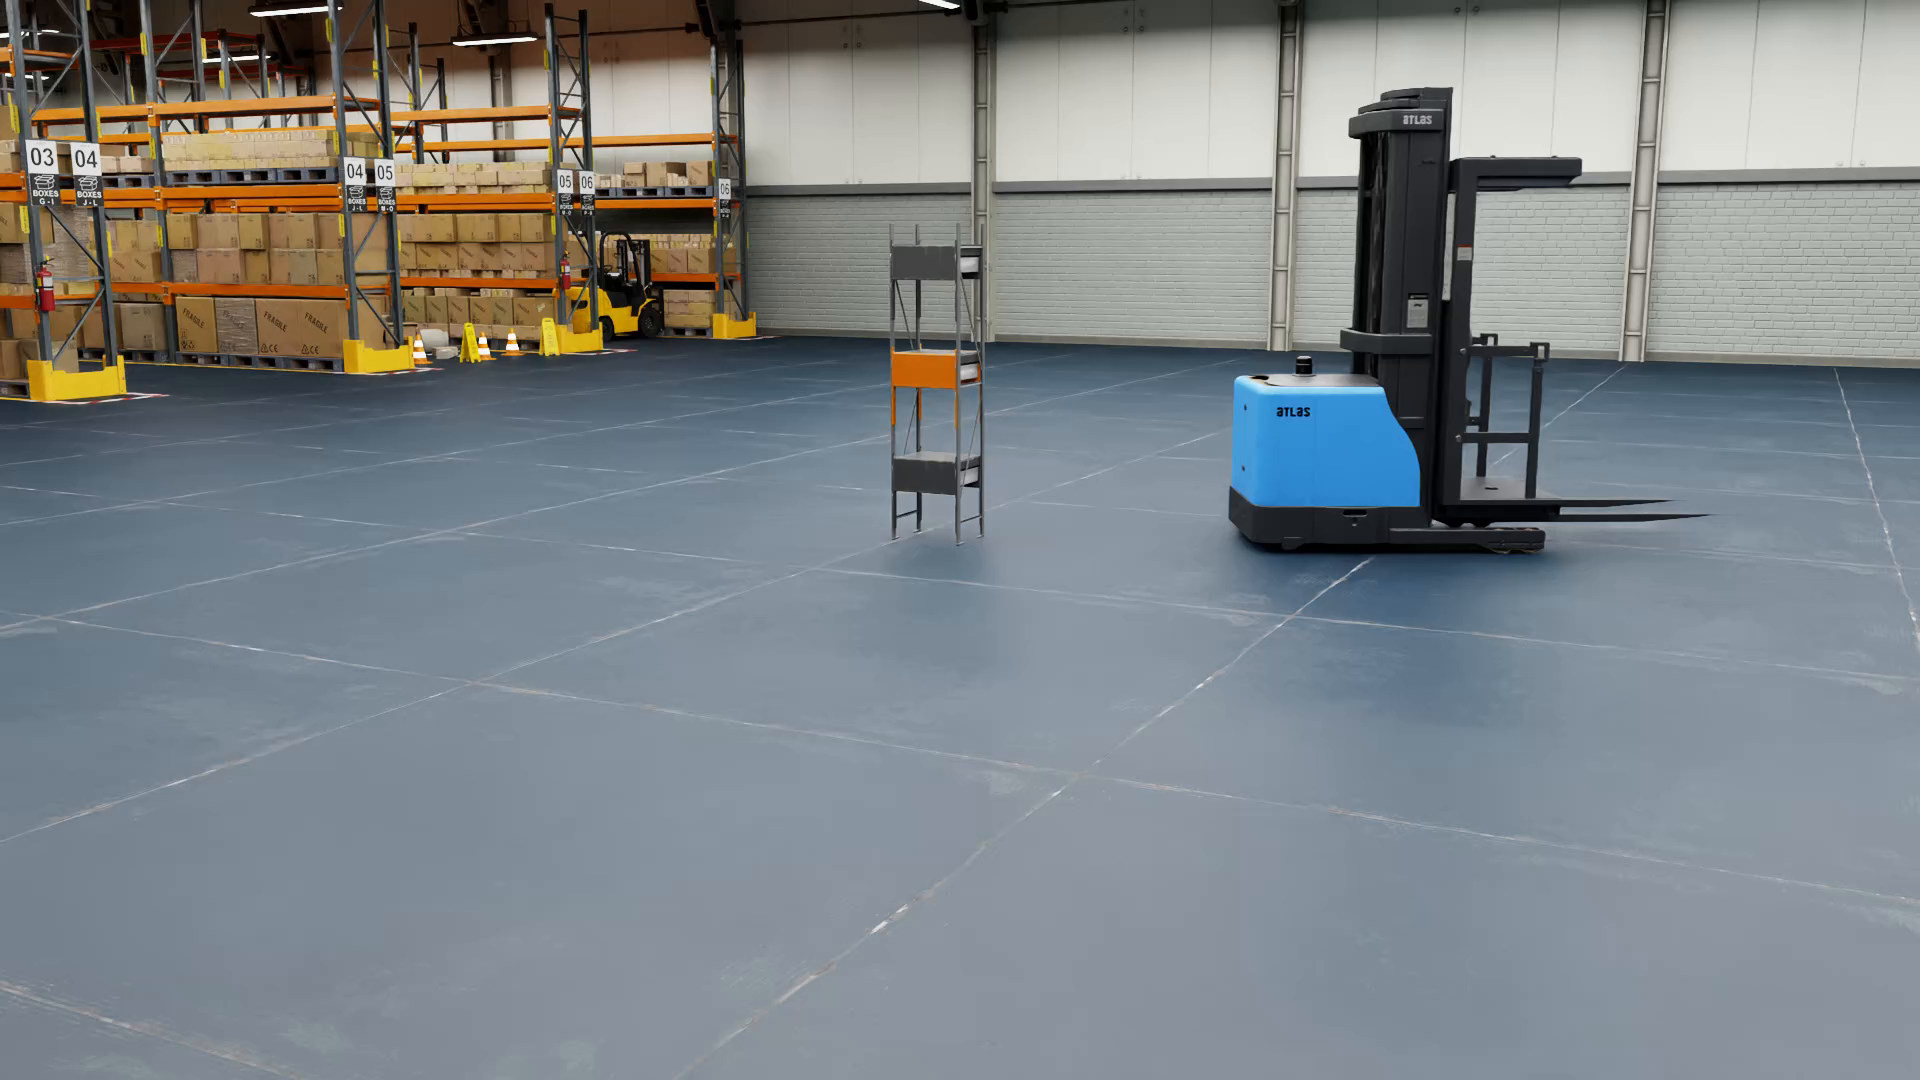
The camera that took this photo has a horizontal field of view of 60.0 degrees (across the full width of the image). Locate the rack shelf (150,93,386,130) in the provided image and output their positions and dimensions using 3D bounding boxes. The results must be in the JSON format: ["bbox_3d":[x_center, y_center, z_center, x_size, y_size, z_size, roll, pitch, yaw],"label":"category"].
[{"bbox_3d":[-10.780,-6.657,25.888,4.000,0.370,1.077,5,11,26],"label":"rack shelf"}]

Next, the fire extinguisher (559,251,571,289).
[{"bbox_3d":[-6.988,-4.776,29.414,0.183,0.674,0.296,5,11,26],"label":"fire extinguisher"}]

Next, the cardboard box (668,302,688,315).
[{"bbox_3d":[-5.714,-4.819,34.573,0.500,0.250,0.500,5,11,25],"label":"cardboard box"}]

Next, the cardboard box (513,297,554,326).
[{"bbox_3d":[-7.721,-4.141,30.123,0.500,0.500,0.500,5,11,26],"label":"cardboard box"}]

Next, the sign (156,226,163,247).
[{"bbox_3d":[-12.805,-4.857,26.614,0.005,0.325,0.100,5,11,26],"label":"sign"}]

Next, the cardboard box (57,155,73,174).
[{"bbox_3d":[-11.590,-4.796,21.303,0.500,0.250,0.500,5,12,28],"label":"cardboard box"}]

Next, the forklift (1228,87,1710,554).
[{"bbox_3d":[3.397,-1.445,10.986,3.031,2.935,1.130,0,10,-1],"label":"forklift"}]

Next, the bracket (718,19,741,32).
[{"bbox_3d":[-4.705,-10.523,33.996,0.430,0.232,0.235,5,11,26],"label":"bracket"}]

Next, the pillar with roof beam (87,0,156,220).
[{"bbox_3d":[-22.967,-9.572,38.848,0.548,9.000,9.100,5,11,26],"label":"pillar with roof beam"}]

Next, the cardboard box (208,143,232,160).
[{"bbox_3d":[-11.353,-6.055,25.969,0.500,0.250,0.500,5,11,25],"label":"cardboard box"}]

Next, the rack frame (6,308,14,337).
[{"bbox_3d":[-16.161,-4.729,28.935,0.127,3.000,1.000,5,11,26],"label":"rack frame"}]

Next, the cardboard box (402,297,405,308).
[{"bbox_3d":[-12.343,-5.296,37.909,0.500,0.500,0.500,5,12,27],"label":"cardboard box"}]

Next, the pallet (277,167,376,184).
[{"bbox_3d":[-9.657,-5.587,25.506,1.213,0.211,1.003,5,11,26],"label":"pallet"}]

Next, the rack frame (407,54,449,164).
[{"bbox_3d":[-11.868,-9.272,37.195,0.127,3.000,1.000,5,11,26],"label":"rack frame"}]

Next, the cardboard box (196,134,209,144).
[{"bbox_3d":[-11.714,-6.271,26.042,0.250,0.149,0.380,5,11,25],"label":"cardboard box"}]

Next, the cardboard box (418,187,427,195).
[{"bbox_3d":[-9.822,-6.469,30.835,0.250,0.149,0.380,5,11,26],"label":"cardboard box"}]

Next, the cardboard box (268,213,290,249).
[{"bbox_3d":[-10.278,-4.833,26.060,0.550,0.550,0.875,5,11,26],"label":"cardboard box"}]

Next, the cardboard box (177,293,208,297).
[{"bbox_3d":[-15.442,-4.827,34.265,0.875,0.875,0.875,5,11,27],"label":"cardboard box"}]

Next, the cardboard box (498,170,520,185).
[{"bbox_3d":[-7.910,-6.485,29.801,0.500,0.250,0.500,5,11,25],"label":"cardboard box"}]

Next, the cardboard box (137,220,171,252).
[{"bbox_3d":[-13.022,-4.993,27.307,0.500,0.500,0.700,5,11,25],"label":"cardboard box"}]

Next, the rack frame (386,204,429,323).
[{"bbox_3d":[-10.474,-5.212,31.606,0.127,3.000,1.000,5,11,26],"label":"rack frame"}]

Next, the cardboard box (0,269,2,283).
[{"bbox_3d":[-12.254,-3.578,21.459,0.500,0.500,0.875,5,11,26],"label":"cardboard box"}]

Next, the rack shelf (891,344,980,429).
[{"bbox_3d":[-0.148,-1.033,11.118,0.480,0.518,0.431,5,11,26],"label":"rack shelf"}]

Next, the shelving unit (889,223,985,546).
[{"bbox_3d":[-0.148,-1.046,11.115,0.503,2.100,0.431,5,11,26],"label":"shelving unit"}]

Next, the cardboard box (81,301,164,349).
[{"bbox_3d":[-14.034,-3.624,27.971,0.750,0.750,1.050,5,11,26],"label":"cardboard box"}]

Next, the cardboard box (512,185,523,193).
[{"bbox_3d":[-7.792,-6.273,29.753,0.250,0.149,0.380,5,12,28],"label":"cardboard box"}]

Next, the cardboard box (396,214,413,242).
[{"bbox_3d":[-10.176,-5.830,31.098,0.500,0.500,0.700,5,11,25],"label":"cardboard box"}]

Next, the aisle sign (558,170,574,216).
[{"bbox_3d":[-6.960,-6.125,29.350,0.004,0.787,0.394,5,11,26],"label":"aisle sign"}]

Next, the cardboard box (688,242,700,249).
[{"bbox_3d":[-5.371,-6.056,34.168,0.250,0.149,0.380,5,12,27],"label":"cardboard box"}]

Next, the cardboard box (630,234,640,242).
[{"bbox_3d":[-6.705,-6.342,34.910,0.250,0.149,0.380,5,11,26],"label":"cardboard box"}]

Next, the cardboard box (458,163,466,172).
[{"bbox_3d":[-8.905,-6.771,30.261,0.250,0.149,0.380,5,12,27],"label":"cardboard box"}]

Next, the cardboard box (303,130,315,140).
[{"bbox_3d":[-9.662,-6.091,25.047,0.250,0.149,0.380,5,11,26],"label":"cardboard box"}]

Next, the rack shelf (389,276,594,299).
[{"bbox_3d":[-8.681,-4.700,30.799,4.000,0.370,1.077,5,11,26],"label":"rack shelf"}]

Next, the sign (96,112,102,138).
[{"bbox_3d":[-11.032,-5.307,21.253,0.005,0.325,0.100,5,11,26],"label":"sign"}]

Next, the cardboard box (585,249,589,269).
[{"bbox_3d":[-7.999,-5.978,35.555,0.500,0.500,0.500,5,11,24],"label":"cardboard box"}]

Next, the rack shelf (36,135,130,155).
[{"bbox_3d":[-19.442,-8.401,35.525,4.000,0.370,1.077,5,11,26],"label":"rack shelf"}]

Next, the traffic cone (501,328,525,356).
[{"bbox_3d":[-7.843,-3.476,29.139,0.334,0.463,0.336,5,11,26],"label":"traffic cone"}]

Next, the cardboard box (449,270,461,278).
[{"bbox_3d":[-9.191,-4.910,30.643,0.250,0.149,0.380,5,11,26],"label":"cardboard box"}]

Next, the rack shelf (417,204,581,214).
[{"bbox_3d":[-10.075,-7.285,36.655,4.000,0.370,1.077,5,11,26],"label":"rack shelf"}]

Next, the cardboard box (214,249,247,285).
[{"bbox_3d":[-11.302,-4.359,26.472,0.550,0.550,0.875,5,11,26],"label":"cardboard box"}]

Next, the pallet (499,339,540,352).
[{"bbox_3d":[-7.668,-3.600,30.530,1.213,0.211,1.003,5,11,26],"label":"pallet"}]

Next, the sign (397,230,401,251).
[{"bbox_3d":[-8.736,-4.651,25.855,0.005,0.325,0.100,5,11,26],"label":"sign"}]

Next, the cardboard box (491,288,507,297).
[{"bbox_3d":[-8.304,-4.499,30.278,0.250,0.149,0.380,5,12,27],"label":"cardboard box"}]

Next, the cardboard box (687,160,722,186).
[{"bbox_3d":[-5.199,-7.467,33.901,0.500,0.500,0.500,5,12,28],"label":"cardboard box"}]

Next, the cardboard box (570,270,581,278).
[{"bbox_3d":[-7.100,-4.833,30.217,0.250,0.149,0.380,5,11,26],"label":"cardboard box"}]

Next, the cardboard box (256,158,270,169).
[{"bbox_3d":[-10.574,-5.779,25.560,0.250,0.149,0.380,5,11,26],"label":"cardboard box"}]

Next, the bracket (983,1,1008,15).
[{"bbox_3d":[0.676,-10.050,31.383,0.430,0.232,0.235,5,11,26],"label":"bracket"}]

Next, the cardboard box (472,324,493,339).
[{"bbox_3d":[-8.664,-3.854,30.641,0.500,0.250,0.500,5,11,24],"label":"cardboard box"}]
